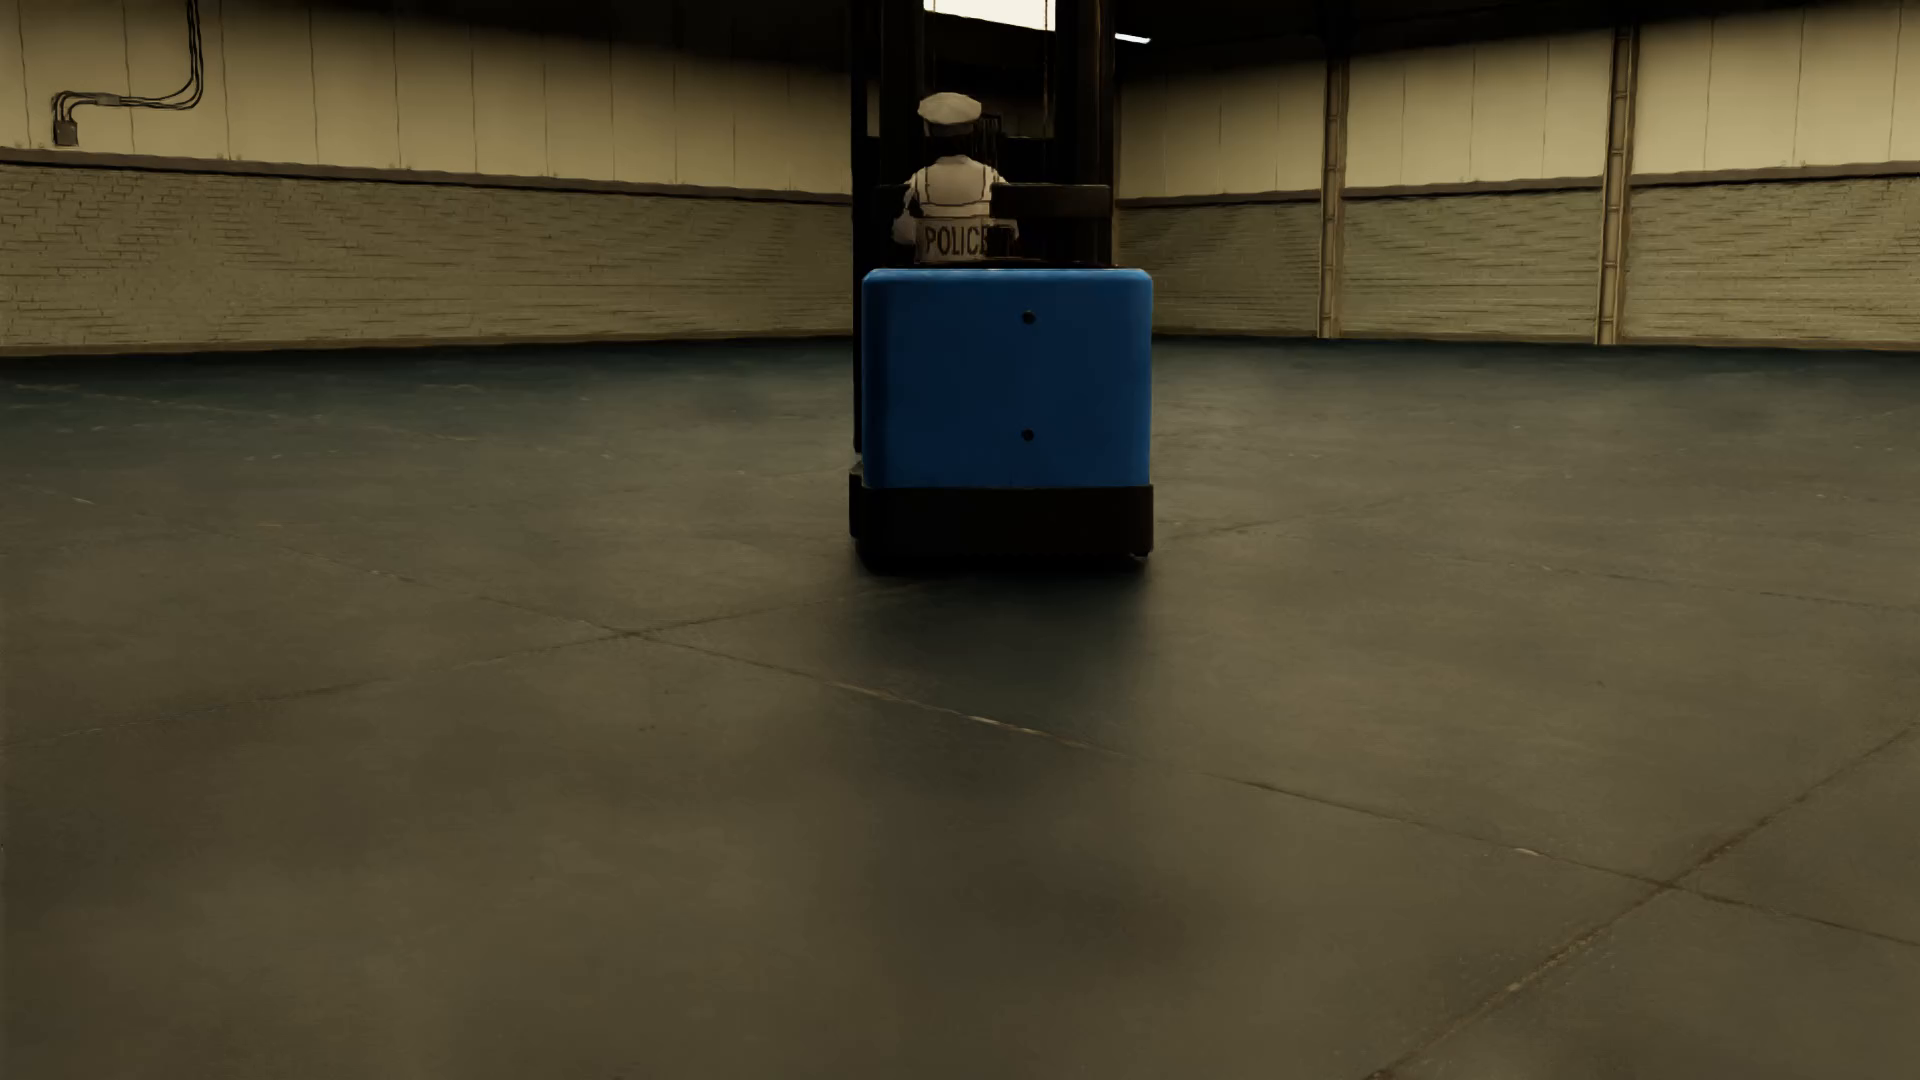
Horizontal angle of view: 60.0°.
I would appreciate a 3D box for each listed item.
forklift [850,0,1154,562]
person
[{"bbox_3d":[0.075,-1.551,7.173,1.130,2.935,3.031,-1,9,-4],"label":"forklift"},{"bbox_3d":[-0.010,-0.962,6.687,0.522,1.608,0.625,0,9,-2],"label":"person"}]
